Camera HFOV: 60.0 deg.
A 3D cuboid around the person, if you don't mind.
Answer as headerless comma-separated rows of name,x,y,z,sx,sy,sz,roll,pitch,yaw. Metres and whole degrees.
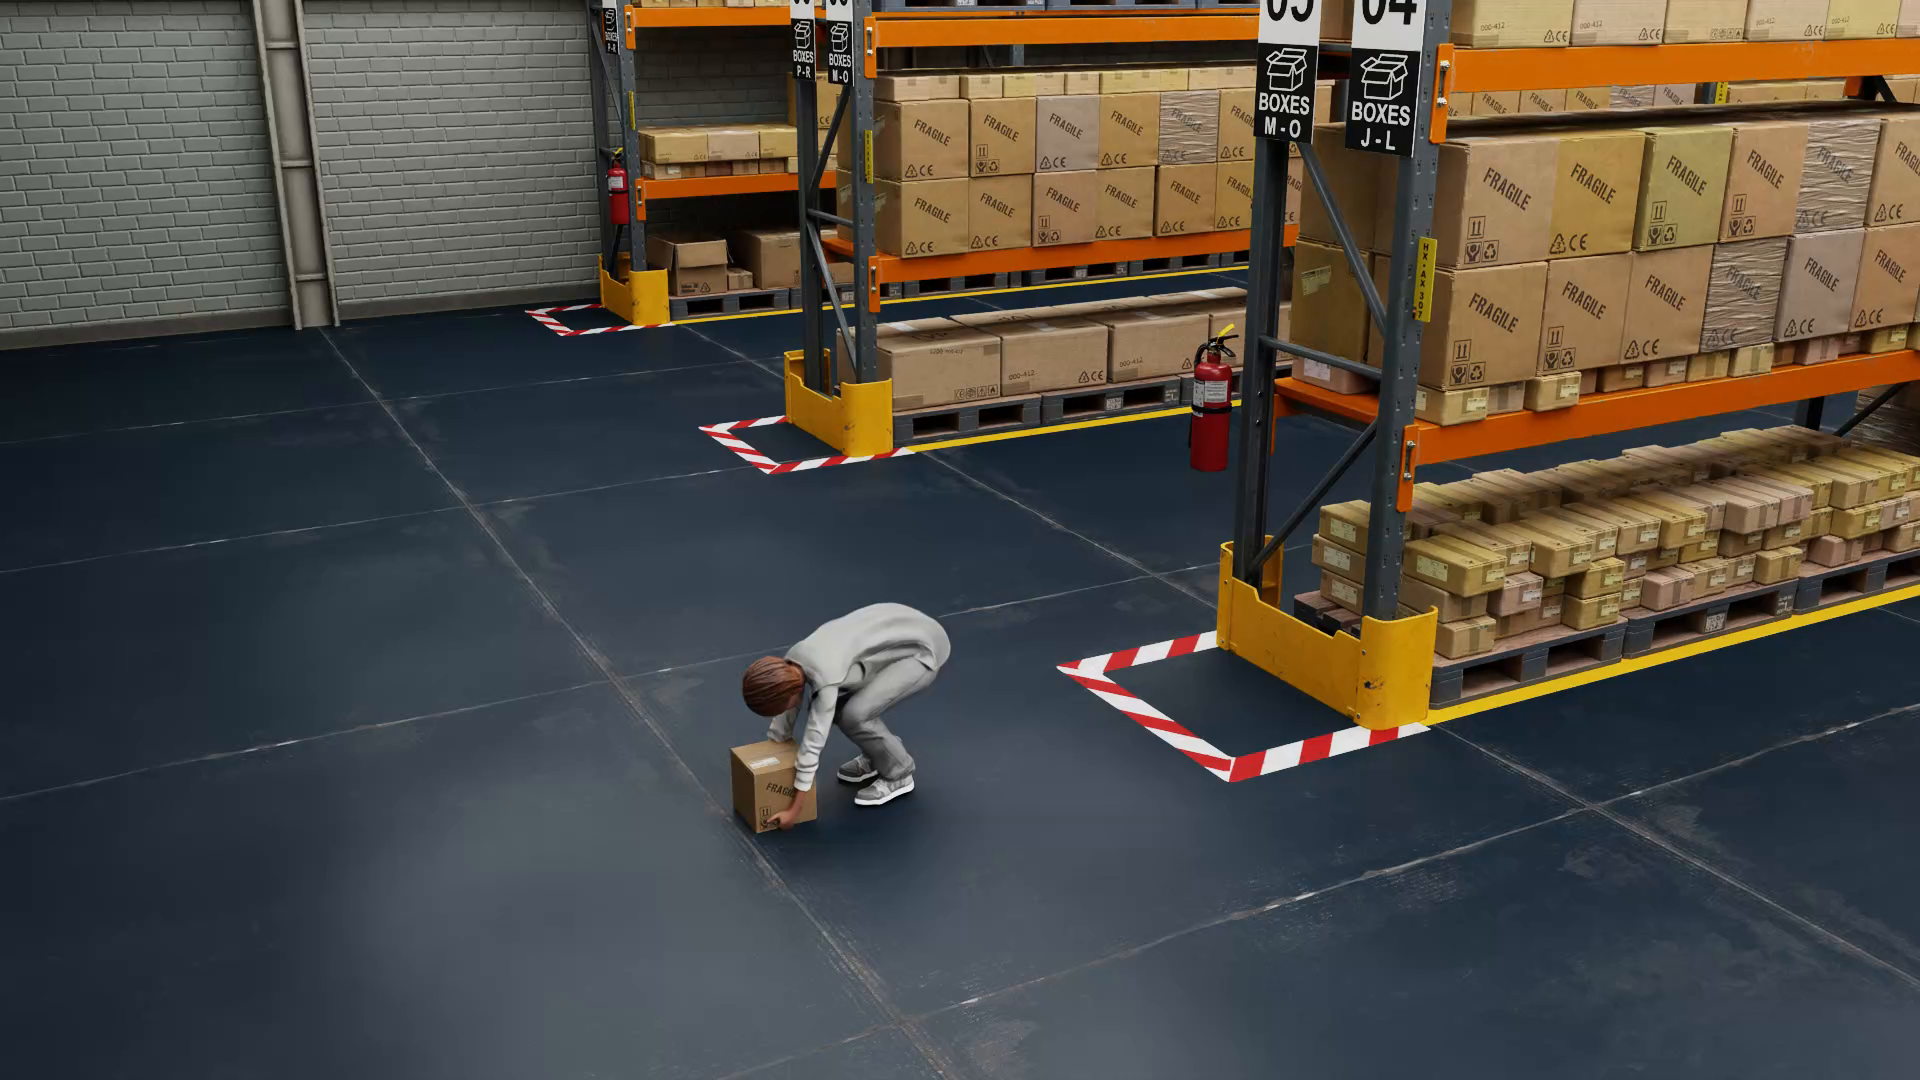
person,-0.440,0.661,6.470,0.871,0.779,0.422,-11,21,-28
